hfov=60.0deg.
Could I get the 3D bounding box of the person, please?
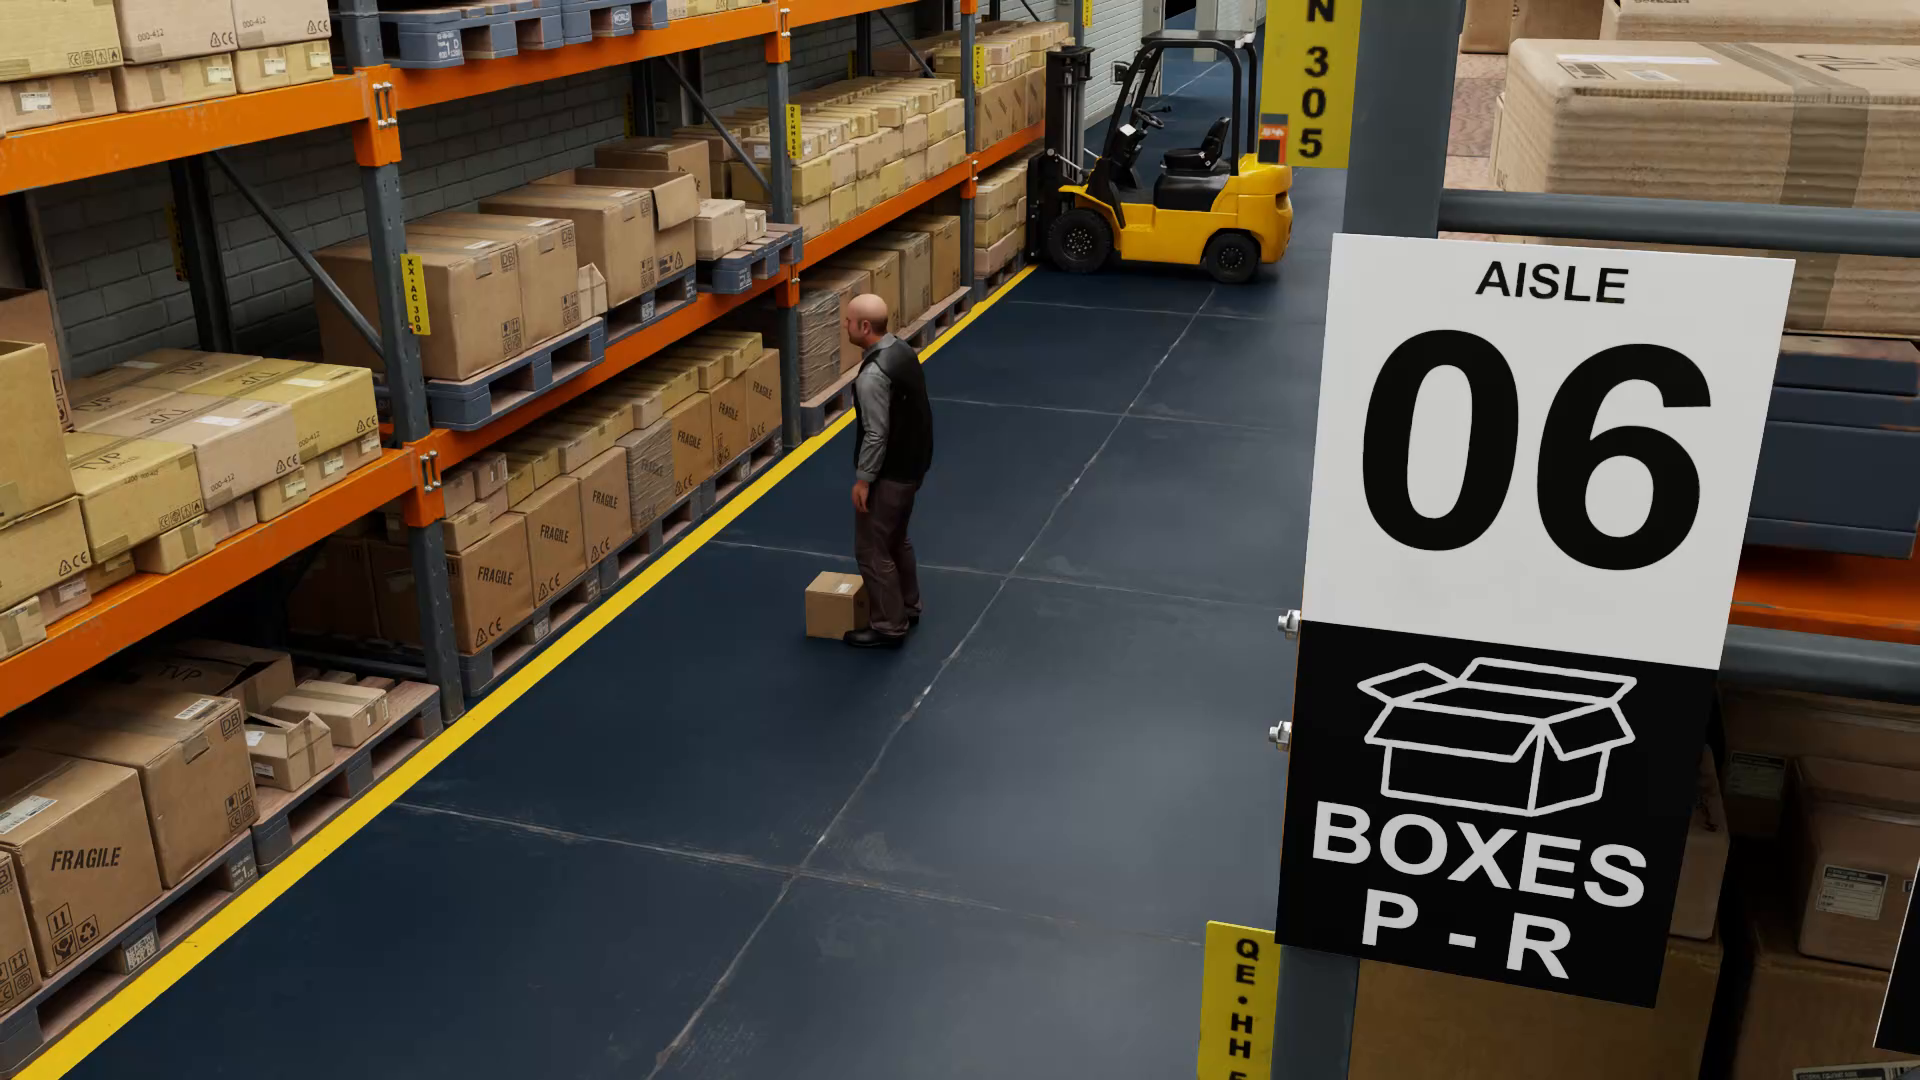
[{"bbox_3d":[-0.340,-0.324,7.932,0.413,1.720,0.589,6,23,14],"label":"person"}]
